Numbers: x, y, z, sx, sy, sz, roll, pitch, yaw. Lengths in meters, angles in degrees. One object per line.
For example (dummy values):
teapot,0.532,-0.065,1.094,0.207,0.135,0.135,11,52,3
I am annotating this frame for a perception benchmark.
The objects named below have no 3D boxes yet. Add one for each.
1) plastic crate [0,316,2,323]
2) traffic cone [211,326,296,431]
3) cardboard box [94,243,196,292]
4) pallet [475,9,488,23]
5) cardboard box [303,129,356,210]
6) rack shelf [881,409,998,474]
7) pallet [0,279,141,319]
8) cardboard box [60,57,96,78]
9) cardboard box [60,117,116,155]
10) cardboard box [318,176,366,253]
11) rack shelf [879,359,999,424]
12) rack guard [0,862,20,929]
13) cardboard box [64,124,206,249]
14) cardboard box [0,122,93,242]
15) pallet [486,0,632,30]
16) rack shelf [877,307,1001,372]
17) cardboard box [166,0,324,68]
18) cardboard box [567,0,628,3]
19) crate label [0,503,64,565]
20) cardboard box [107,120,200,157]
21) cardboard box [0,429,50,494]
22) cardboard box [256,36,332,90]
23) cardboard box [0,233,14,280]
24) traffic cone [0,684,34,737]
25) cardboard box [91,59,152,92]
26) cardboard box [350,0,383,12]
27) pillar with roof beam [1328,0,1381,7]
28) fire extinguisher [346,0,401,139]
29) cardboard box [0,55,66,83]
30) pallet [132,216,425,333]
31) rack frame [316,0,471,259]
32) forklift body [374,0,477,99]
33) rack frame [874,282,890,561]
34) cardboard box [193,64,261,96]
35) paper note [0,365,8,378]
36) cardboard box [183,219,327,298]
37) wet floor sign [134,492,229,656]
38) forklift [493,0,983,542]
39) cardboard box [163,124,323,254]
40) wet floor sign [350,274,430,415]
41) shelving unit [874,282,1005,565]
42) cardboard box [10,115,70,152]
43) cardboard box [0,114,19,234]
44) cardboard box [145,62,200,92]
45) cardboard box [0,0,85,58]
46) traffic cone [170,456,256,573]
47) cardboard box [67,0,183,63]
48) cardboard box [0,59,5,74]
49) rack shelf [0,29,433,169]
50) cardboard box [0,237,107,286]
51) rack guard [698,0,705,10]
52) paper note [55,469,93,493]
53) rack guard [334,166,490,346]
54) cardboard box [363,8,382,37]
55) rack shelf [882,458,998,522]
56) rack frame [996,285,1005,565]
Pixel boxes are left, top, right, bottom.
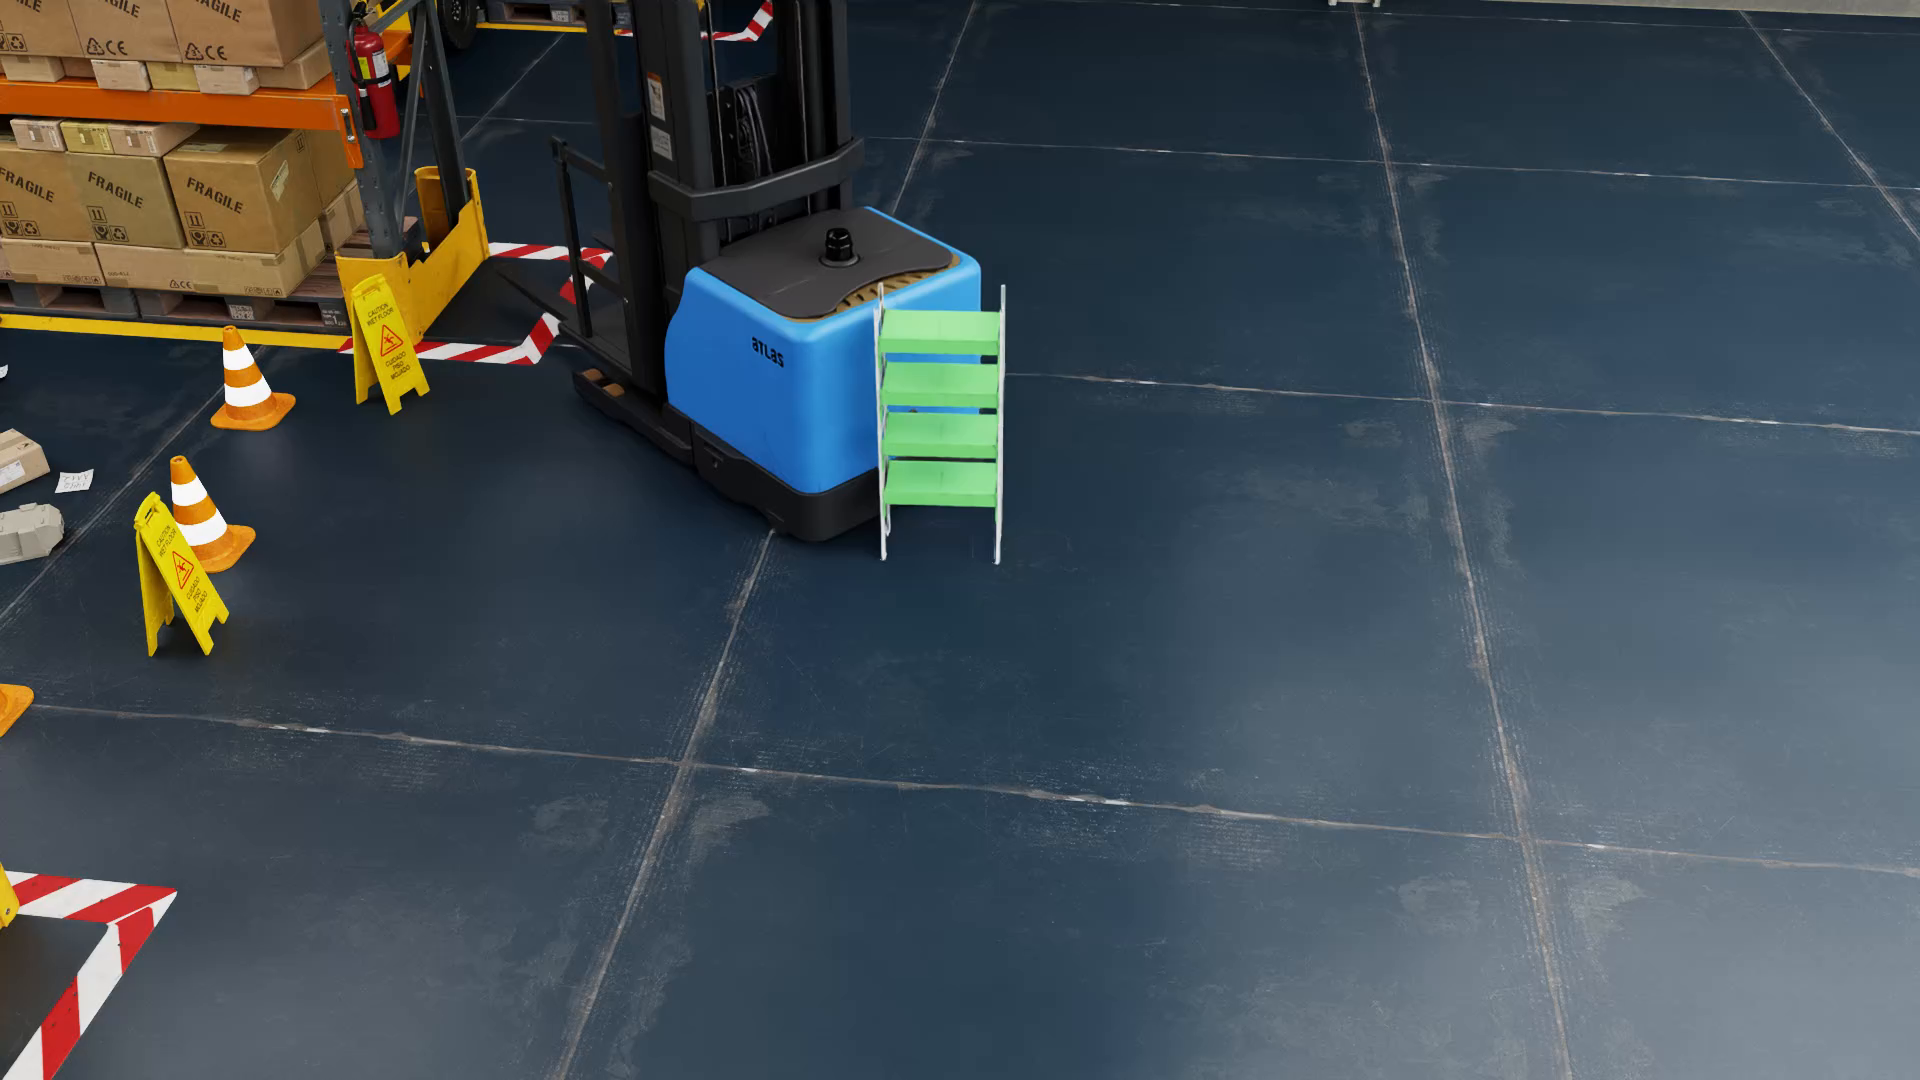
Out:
plastic crate,-5.374,-1.077,8.690,0.583,0.080,0.402,-7,36,-10
traffic cone,-3.450,-0.814,7.992,0.334,0.463,0.336,4,36,6
cardboard box,-4.208,-1.557,8.855,0.500,0.250,0.500,4,36,6
pallet,-4.201,-4.407,13.244,1.213,0.211,1.003,4,36,6
cardboard box,-3.648,-2.135,9.020,0.500,0.500,0.500,3,36,4
rack shelf,-0.077,-0.409,6.900,0.480,0.148,0.258,2,36,2
pallet,-4.942,-1.601,9.311,1.213,0.211,1.003,4,36,6
cardboard box,-4.270,-2.448,8.314,0.250,0.149,0.380,5,36,7
cardboard box,-4.309,-2.097,8.407,0.250,0.149,0.380,5,36,7
cardboard box,-3.624,-1.829,9.236,0.500,0.250,0.500,4,36,6
rack shelf,-0.077,-0.604,6.760,0.480,0.148,0.258,2,36,2
rack guard,-3.366,1.321,4.969,0.348,0.500,1.175,4,36,6
cardboard box,-4.205,-1.861,8.635,0.500,0.500,0.500,6,36,8
cardboard box,-4.705,-1.902,8.693,0.500,0.500,0.500,3,36,5
pallet,-2.995,-4.316,13.115,1.213,0.211,1.003,4,36,6
rack shelf,-0.077,-0.799,6.621,0.480,0.148,0.258,2,36,2
cardboard box,-3.433,-2.601,7.970,0.500,0.500,0.500,4,36,5
cardboard box,-2.737,-4.323,12.730,0.500,0.250,0.500,5,36,6
crate label,-4.042,-0.039,7.187,0.298,0.136,0.250,-14,38,-18
cardboard box,-4.060,-2.076,8.379,0.250,0.149,0.380,5,36,7
cardboard box,-4.416,-0.331,7.585,0.250,0.149,0.380,24,42,30
cardboard box,-3.257,-2.360,8.191,0.250,0.149,0.380,5,36,8
cardboard box,-5.218,-1.636,8.965,0.500,0.250,0.500,4,36,5
traffic cone,-3.735,0.477,6.184,0.334,0.463,0.336,4,36,6
cardboard box,-4.034,-2.348,8.174,0.250,0.149,0.380,5,36,7
cardboard box,-3.294,-2.915,8.409,0.500,0.500,0.500,4,36,5
pillar with roof beam,2.596,-5.506,7.219,0.400,9.000,9.100,4,36,6
fire extinguisher,-2.804,-2.252,7.890,0.183,0.674,0.296,4,36,6
cardboard box,-4.535,-2.414,8.267,0.250,0.149,0.380,4,36,5
pallet,-3.736,-1.509,9.183,1.213,0.211,1.003,4,36,6
rack frame,-2.859,-2.558,8.252,0.127,3.000,1.000,4,36,6
forklift body,-4.344,-4.162,11.230,1.214,2.155,2.313,4,36,6
rack frame,-0.321,-0.468,6.873,0.015,1.200,0.240,2,36,2
cardboard box,-3.523,-2.315,8.128,0.250,0.149,0.380,4,36,5
paper note,-4.899,-0.837,8.396,0.148,0.019,0.142,-7,36,-10
cardboard box,-3.719,-1.516,8.798,0.500,0.250,0.500,4,36,6
wet floor sign,-3.109,0.121,6.525,0.232,0.644,0.267,-2,36,-2
forklift,-1.251,-1.960,7.473,1.130,2.935,3.031,-27,44,-33
cardboard box,-3.687,-1.824,8.583,0.500,0.500,0.500,4,36,6
wet floor sign,-2.807,-0.969,8.052,0.232,0.644,0.267,17,39,22
shelving unit,-0.077,-0.461,6.863,0.503,1.200,0.258,2,36,2
cardboard box,-4.570,-2.117,8.436,0.250,0.149,0.380,6,36,8
cardboard box,-5.229,-1.939,8.745,0.500,0.500,0.500,6,36,8
cardboard box,-3.774,-2.346,8.171,0.250,0.149,0.380,4,36,5
cardboard box,-4.424,-2.680,8.081,0.500,0.500,0.500,4,36,6
traffic cone,-3.254,-0.149,7.061,0.334,0.463,0.336,4,36,6
cardboard box,-3.929,-2.641,8.026,0.500,0.500,0.500,4,36,6
cardboard box,-4.771,-2.484,8.365,0.250,0.149,0.380,4,36,6
rack shelf,-4.843,-2.413,8.668,4.000,0.370,1.077,4,36,6
cardboard box,-4.728,-1.593,8.905,0.500,0.250,0.500,3,36,4
rack guard,-2.207,-4.399,12.983,0.348,0.500,1.175,4,36,6
paper note,-4.050,-0.272,7.605,0.142,0.019,0.148,-7,36,-10
rack guard,-2.935,-1.546,8.986,0.348,0.500,1.175,4,36,6
cardboard box,-3.170,-2.600,8.527,0.250,0.149,0.380,4,36,6
rack shelf,-0.077,-0.213,7.039,0.480,0.148,0.258,2,36,2
rack frame,0.167,-0.453,6.852,0.015,1.200,0.240,2,36,2
